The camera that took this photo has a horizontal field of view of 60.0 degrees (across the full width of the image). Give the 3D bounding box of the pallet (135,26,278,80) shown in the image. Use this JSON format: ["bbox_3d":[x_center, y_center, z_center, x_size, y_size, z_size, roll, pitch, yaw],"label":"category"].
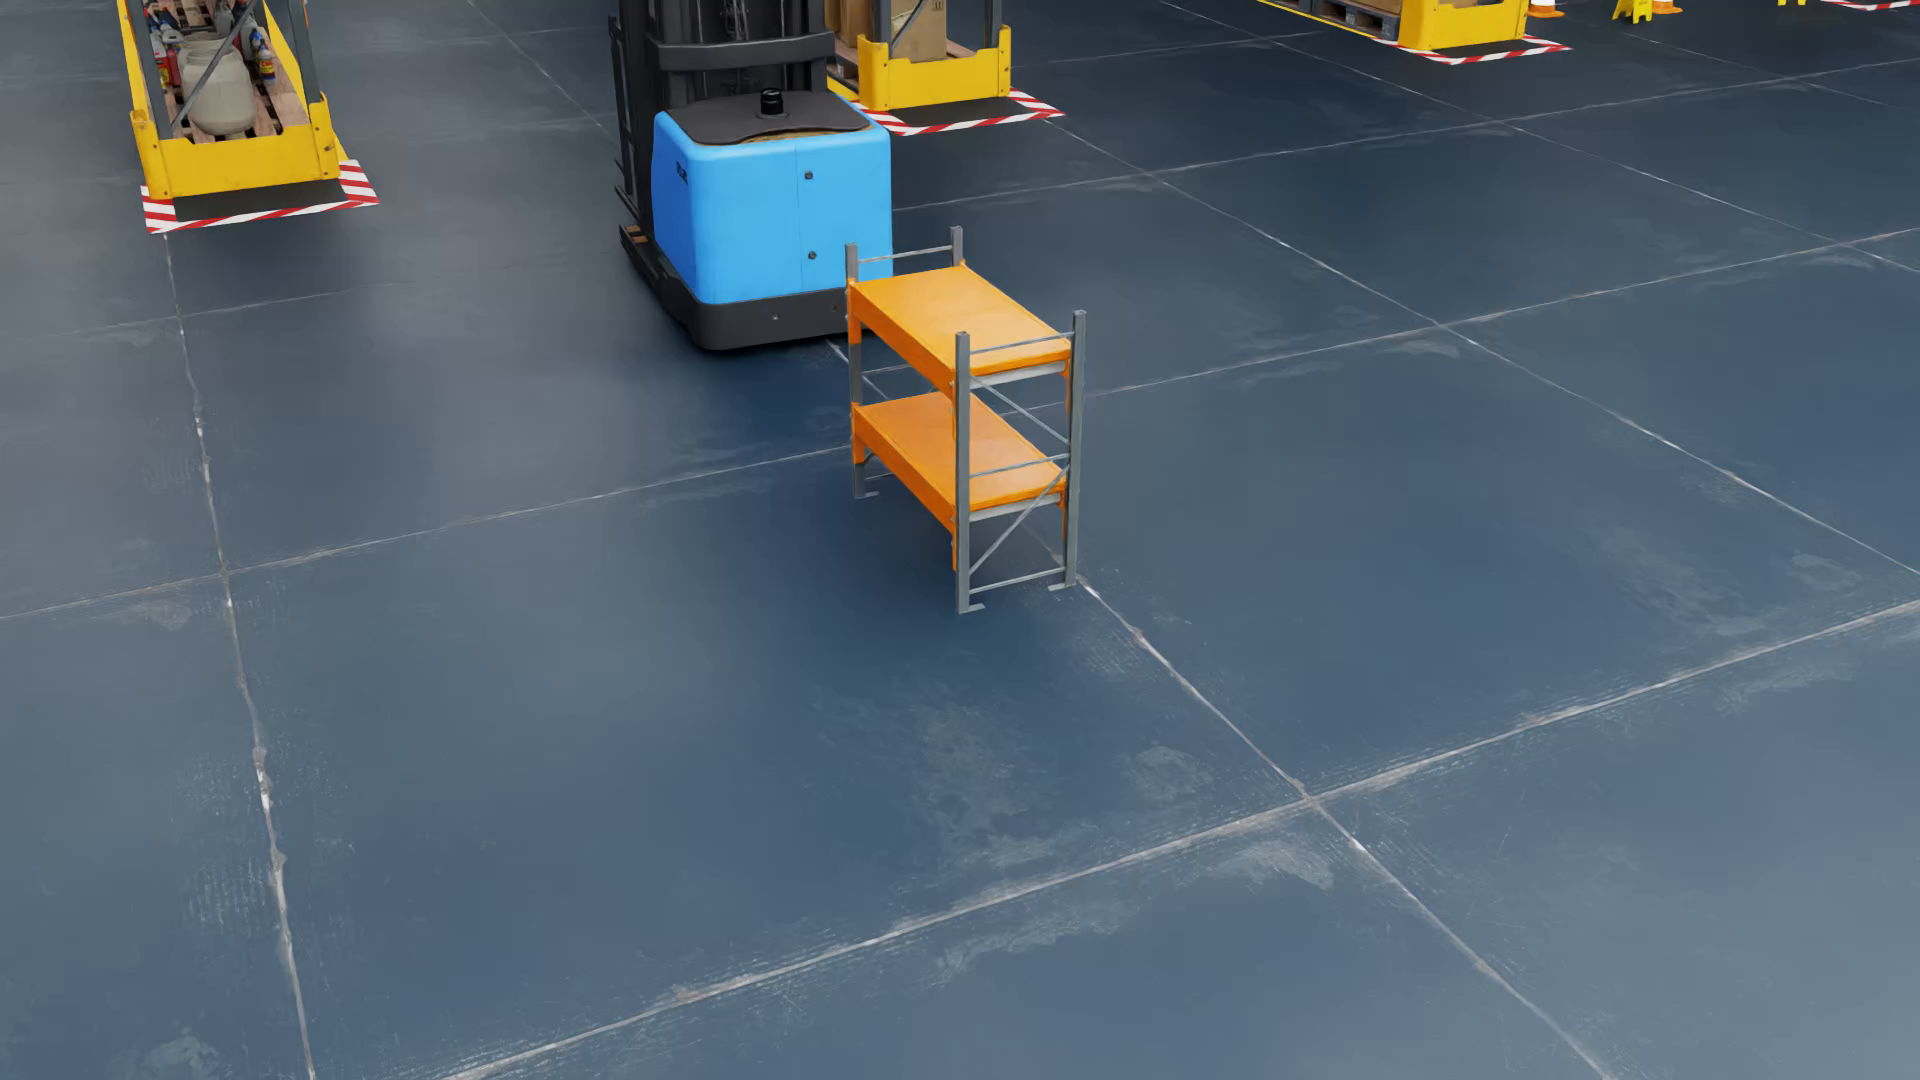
[{"bbox_3d":[-6.097,-3.890,13.472,1.003,0.211,1.213,-13,32,-22],"label":"pallet"}]

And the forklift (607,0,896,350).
[{"bbox_3d":[-1.343,-2.928,8.975,1.130,2.935,3.031,-11,31,-19],"label":"forklift"}]

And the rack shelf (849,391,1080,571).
[{"bbox_3d":[-0.003,-0.280,6.600,0.538,0.278,1.000,-13,32,-22],"label":"rack shelf"}]

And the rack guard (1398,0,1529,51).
[{"bbox_3d":[4.376,-4.581,14.408,1.175,0.500,0.348,-13,32,-22],"label":"rack guard"}]

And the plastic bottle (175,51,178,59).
[{"bbox_3d":[-5.854,-3.549,12.423,0.097,0.201,0.097,0,29,0],"label":"plastic bottle"}]

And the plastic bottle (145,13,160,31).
[{"bbox_3d":[-6.295,-3.922,12.935,0.144,0.351,0.185,-15,32,-24],"label":"plastic bottle"}]

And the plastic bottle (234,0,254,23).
[{"bbox_3d":[-5.729,-4.140,13.324,0.144,0.351,0.185,-15,32,-24],"label":"plastic bottle"}]

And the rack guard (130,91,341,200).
[{"bbox_3d":[-4.706,-2.579,10.837,1.175,0.500,0.348,-13,32,-22],"label":"rack guard"}]

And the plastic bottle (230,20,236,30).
[{"bbox_3d":[-5.672,-3.935,13.028,0.061,0.283,0.133,-13,32,-22],"label":"plastic bottle"}]

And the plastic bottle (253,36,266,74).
[{"bbox_3d":[-5.275,-3.665,12.558,0.097,0.271,0.097,0,29,0],"label":"plastic bottle"}]

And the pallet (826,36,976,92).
[{"bbox_3d":[-0.507,-3.869,13.433,1.003,0.211,1.213,-13,32,-22],"label":"pallet"}]

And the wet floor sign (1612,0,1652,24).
[{"bbox_3d":[6.166,-5.058,15.110,0.267,0.644,0.232,-19,35,-30],"label":"wet floor sign"}]

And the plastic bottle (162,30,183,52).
[{"bbox_3d":[-5.990,-3.743,12.694,0.152,0.276,0.135,-13,32,-22],"label":"plastic bottle"}]

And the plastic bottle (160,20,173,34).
[{"bbox_3d":[-6.205,-3.932,13.034,0.097,0.271,0.097,0,29,0],"label":"plastic bottle"}]

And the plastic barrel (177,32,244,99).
[{"bbox_3d":[-5.198,-3.239,11.574,0.421,0.512,0.421,0,29,0],"label":"plastic barrel"}]

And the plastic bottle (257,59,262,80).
[{"bbox_3d":[-5.172,-3.529,12.387,0.097,0.201,0.097,0,29,0],"label":"plastic bottle"}]

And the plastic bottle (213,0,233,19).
[{"bbox_3d":[-5.941,-4.194,13.422,0.144,0.351,0.185,-13,32,-22],"label":"plastic bottle"}]

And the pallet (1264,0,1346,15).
[{"bbox_3d":[3.432,-5.341,16.058,1.003,0.211,1.213,-13,32,-22],"label":"pallet"}]

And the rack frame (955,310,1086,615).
[{"bbox_3d":[0.215,-0.269,6.080,0.500,1.125,0.032,-13,32,-22],"label":"rack frame"}]

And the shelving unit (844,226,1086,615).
[{"bbox_3d":[-0.003,-0.494,6.480,0.538,1.125,1.048,-13,32,-22],"label":"shelving unit"}]

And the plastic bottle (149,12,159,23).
[{"bbox_3d":[-6.444,-4.046,13.234,0.152,0.276,0.135,-12,31,-20],"label":"plastic bottle"}]

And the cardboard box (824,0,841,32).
[{"bbox_3d":[-0.950,-4.595,14.003,0.500,0.500,0.500,-10,31,-17],"label":"cardboard box"}]

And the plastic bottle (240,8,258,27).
[{"bbox_3d":[-5.590,-3.997,13.070,0.144,0.351,0.185,-13,32,-22],"label":"plastic bottle"}]

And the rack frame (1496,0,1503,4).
[{"bbox_3d":[4.366,-5.682,13.816,1.000,3.000,0.127,-13,32,-22],"label":"rack frame"}]

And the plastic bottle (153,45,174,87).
[{"bbox_3d":[-5.899,-3.485,12.234,0.152,0.276,0.135,-13,32,-22],"label":"plastic bottle"}]

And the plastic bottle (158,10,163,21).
[{"bbox_3d":[-6.348,-4.072,13.272,0.061,0.283,0.133,-13,32,-22],"label":"plastic bottle"}]

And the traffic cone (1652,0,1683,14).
[{"bbox_3d":[6.587,-5.195,15.542,0.336,0.463,0.334,-13,32,-22],"label":"traffic cone"}]

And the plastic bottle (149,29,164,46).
[{"bbox_3d":[-6.033,-3.652,12.454,0.144,0.351,0.185,-12,31,-20],"label":"plastic bottle"}]

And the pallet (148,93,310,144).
[{"bbox_3d":[-5.050,-2.813,11.550,1.003,0.211,1.213,-13,32,-22],"label":"pallet"}]

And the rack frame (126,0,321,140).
[{"bbox_3d":[-4.631,-3.645,10.184,1.000,3.000,0.127,-13,32,-22],"label":"rack frame"}]

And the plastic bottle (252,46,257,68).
[{"bbox_3d":[-5.360,-3.722,12.732,0.097,0.201,0.097,0,29,0],"label":"plastic bottle"}]

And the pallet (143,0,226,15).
[{"bbox_3d":[-7.248,-5.074,15.583,1.003,0.211,1.213,-13,32,-22],"label":"pallet"}]

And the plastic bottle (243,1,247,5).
[{"bbox_3d":[-5.844,-4.276,13.636,0.061,0.283,0.133,-11,31,-20],"label":"plastic bottle"}]

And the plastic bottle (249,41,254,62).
[{"bbox_3d":[-5.449,-3.813,12.894,0.097,0.201,0.097,0,29,0],"label":"plastic bottle"}]

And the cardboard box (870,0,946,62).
[{"bbox_3d":[-0.410,-4.057,13.045,0.500,0.500,0.500,-7,30,-13],"label":"cardboard box"}]
